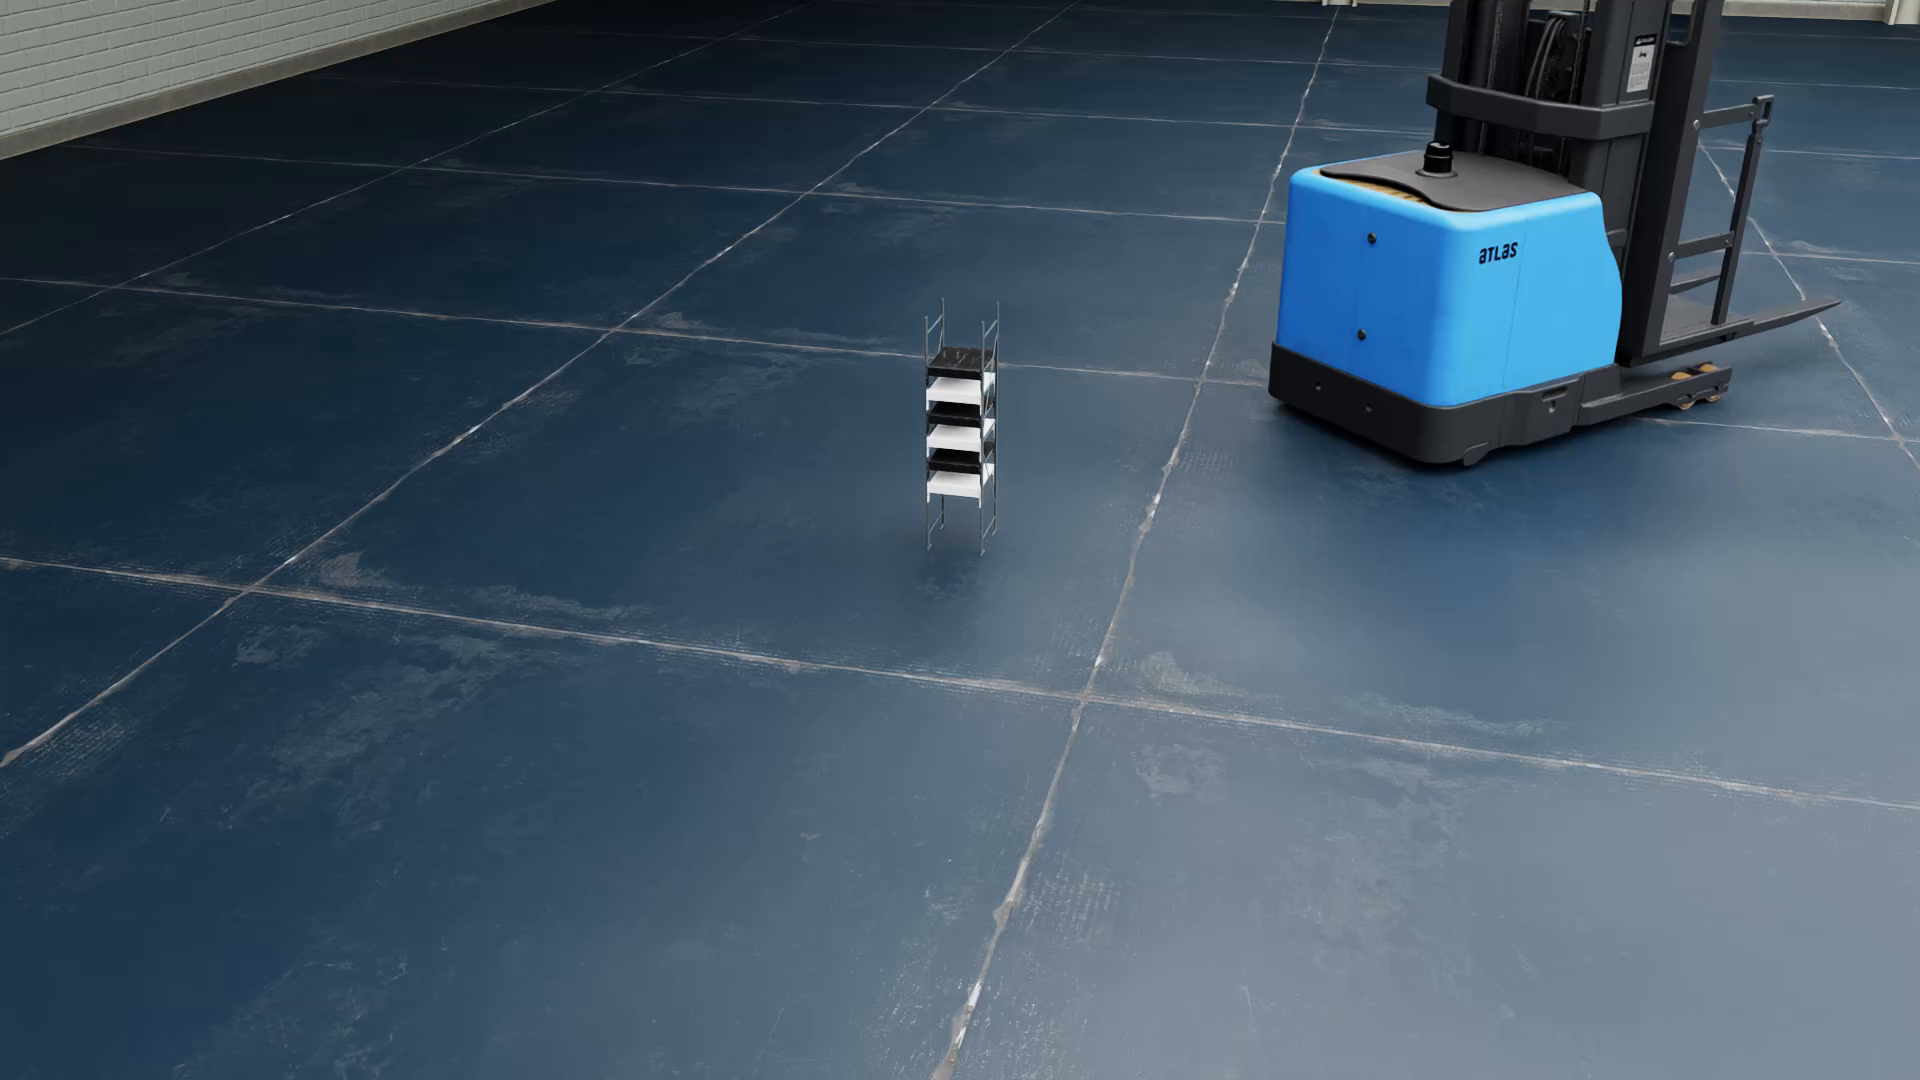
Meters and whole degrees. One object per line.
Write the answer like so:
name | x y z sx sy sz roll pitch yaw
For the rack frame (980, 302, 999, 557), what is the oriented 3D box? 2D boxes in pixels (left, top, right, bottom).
rack frame | 0.106 -0.395 6.032 0.006 0.900 0.240 6 26 13

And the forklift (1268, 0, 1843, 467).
forklift | 2.907 -2.086 7.222 3.031 2.935 1.130 -15 29 -29

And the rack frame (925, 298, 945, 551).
rack frame | -0.091 -0.416 6.078 0.006 0.900 0.240 6 26 13

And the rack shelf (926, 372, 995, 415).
rack shelf | 0.008 -0.538 5.992 0.200 0.077 0.258 6 26 13

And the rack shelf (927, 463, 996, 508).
rack shelf | 0.008 -0.213 6.146 0.200 0.077 0.258 6 26 13

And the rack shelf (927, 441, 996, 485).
rack shelf | 0.008 -0.294 6.108 0.200 0.077 0.258 6 26 13

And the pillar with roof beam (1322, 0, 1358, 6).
pillar with roof beam | 3.348 -8.510 13.656 0.400 9.000 9.100 6 26 13

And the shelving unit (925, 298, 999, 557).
shelving unit | 0.008 -0.405 6.055 0.210 0.900 0.258 6 26 13

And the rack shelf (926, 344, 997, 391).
rack shelf | 0.008 -0.619 5.953 0.200 0.077 0.258 6 26 13

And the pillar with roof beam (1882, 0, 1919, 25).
pillar with roof beam | 9.159 -7.868 12.307 0.400 9.000 9.100 6 26 13

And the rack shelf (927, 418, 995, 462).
rack shelf | 0.008 -0.375 6.069 0.200 0.077 0.258 6 26 13

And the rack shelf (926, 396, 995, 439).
rack shelf | 0.008 -0.457 6.030 0.200 0.077 0.258 6 26 13
